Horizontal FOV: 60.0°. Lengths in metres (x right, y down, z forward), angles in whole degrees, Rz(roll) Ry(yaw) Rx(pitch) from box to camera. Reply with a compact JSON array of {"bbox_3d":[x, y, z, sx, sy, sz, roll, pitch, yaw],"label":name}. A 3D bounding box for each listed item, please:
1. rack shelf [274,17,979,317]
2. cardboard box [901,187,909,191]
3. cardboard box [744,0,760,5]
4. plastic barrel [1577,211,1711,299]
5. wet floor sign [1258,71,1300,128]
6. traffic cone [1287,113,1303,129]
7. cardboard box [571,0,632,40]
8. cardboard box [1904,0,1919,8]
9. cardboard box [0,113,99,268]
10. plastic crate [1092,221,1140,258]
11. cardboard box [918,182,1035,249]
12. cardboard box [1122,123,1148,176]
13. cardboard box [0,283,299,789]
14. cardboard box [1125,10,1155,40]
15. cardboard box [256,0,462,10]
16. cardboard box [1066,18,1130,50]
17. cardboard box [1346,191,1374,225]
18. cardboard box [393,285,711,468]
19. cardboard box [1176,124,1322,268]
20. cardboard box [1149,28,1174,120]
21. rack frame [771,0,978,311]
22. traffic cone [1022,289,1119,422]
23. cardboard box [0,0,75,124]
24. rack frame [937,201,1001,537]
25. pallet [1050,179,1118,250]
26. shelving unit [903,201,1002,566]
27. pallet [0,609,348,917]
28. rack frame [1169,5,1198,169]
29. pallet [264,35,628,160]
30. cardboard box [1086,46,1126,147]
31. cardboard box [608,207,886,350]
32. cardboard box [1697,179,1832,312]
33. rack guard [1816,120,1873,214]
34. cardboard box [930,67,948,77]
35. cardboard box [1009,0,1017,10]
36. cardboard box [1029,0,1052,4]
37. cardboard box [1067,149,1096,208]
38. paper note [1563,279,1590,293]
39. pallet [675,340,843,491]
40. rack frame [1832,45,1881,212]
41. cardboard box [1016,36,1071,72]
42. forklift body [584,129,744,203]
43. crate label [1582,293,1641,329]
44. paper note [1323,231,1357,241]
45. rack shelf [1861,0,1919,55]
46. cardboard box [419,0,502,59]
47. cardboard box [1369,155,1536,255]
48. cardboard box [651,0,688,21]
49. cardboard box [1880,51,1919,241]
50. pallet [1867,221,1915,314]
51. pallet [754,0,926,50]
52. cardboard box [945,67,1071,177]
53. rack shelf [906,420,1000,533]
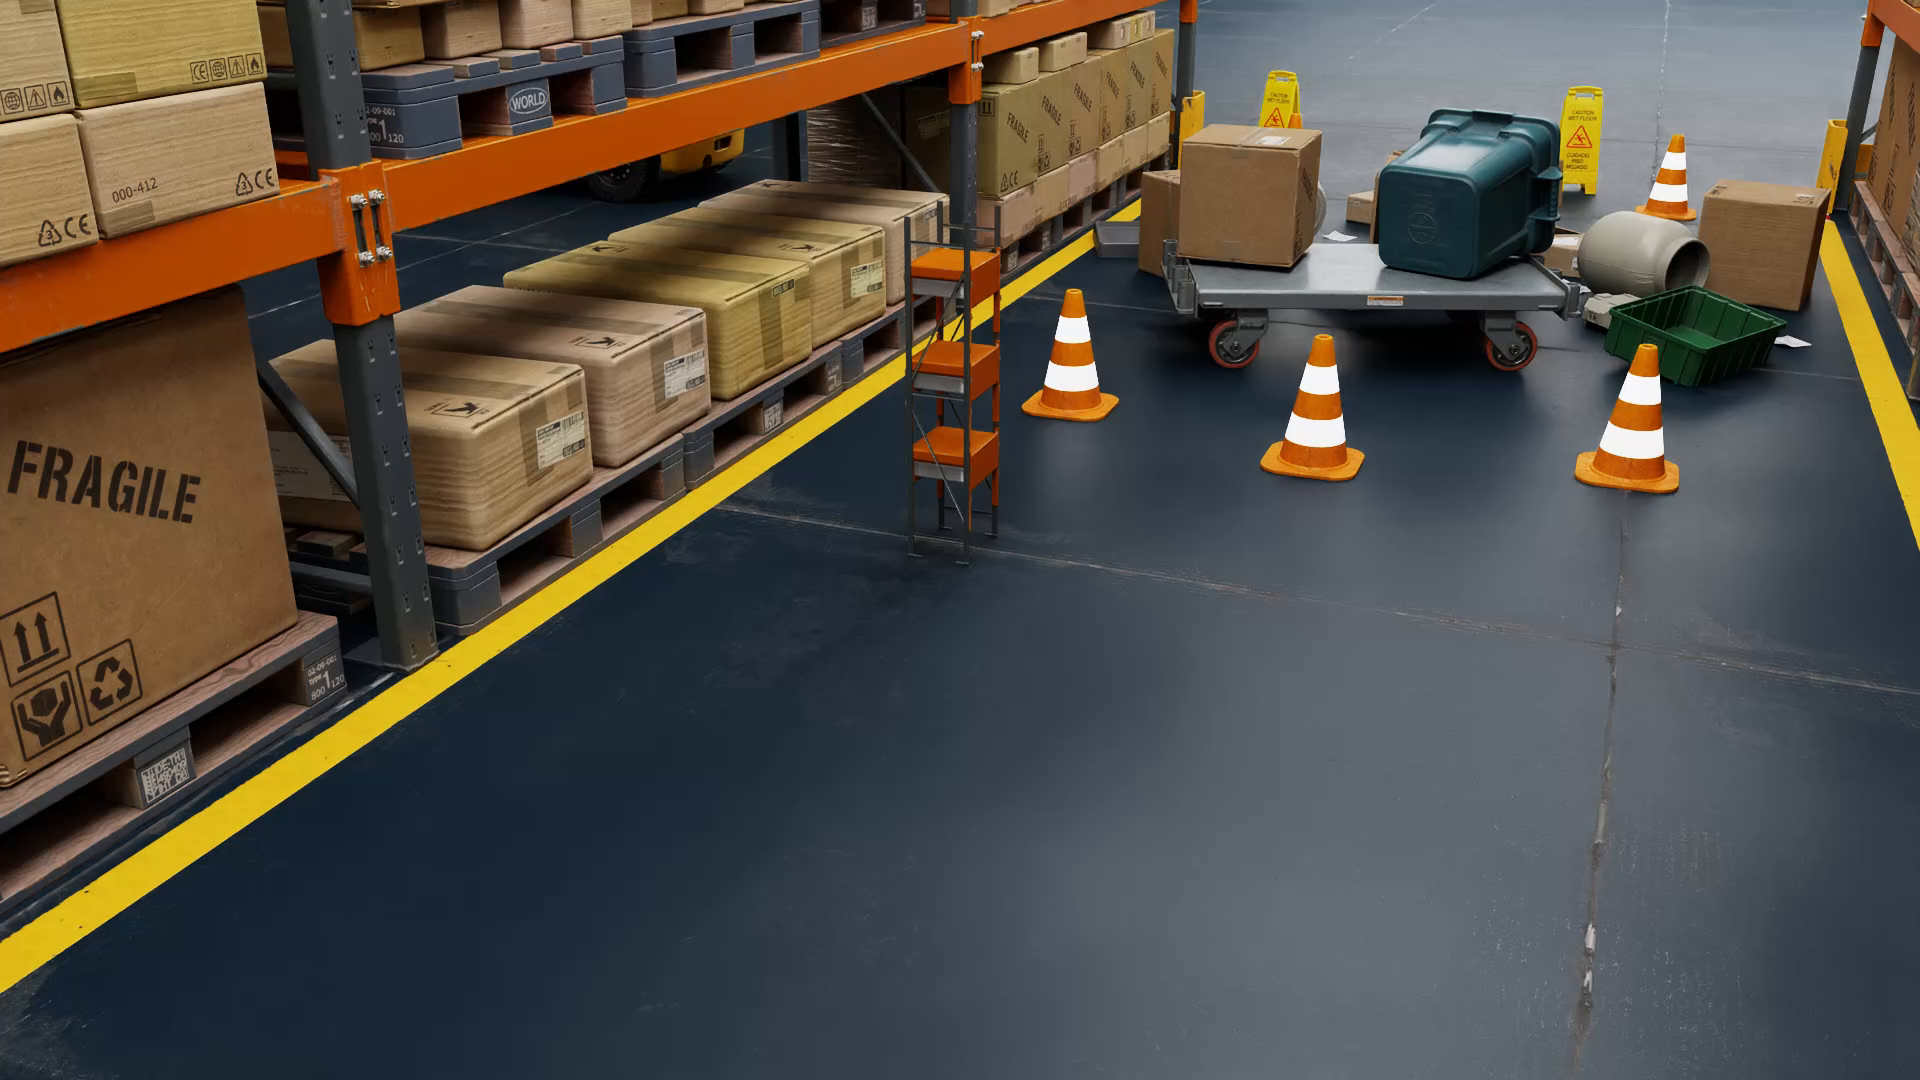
[{"bbox_3d":[-1.150,-1.503,5.891,1.077,0.370,4.000,9,24,20],"label":"rack shelf"},{"bbox_3d":[-0.437,-1.726,8.513,0.500,0.250,0.500,10,25,22],"label":"cardboard box"},{"bbox_3d":[-0.928,-1.963,5.838,0.380,0.149,0.250,8,24,18],"label":"cardboard box"},{"bbox_3d":[3.223,-1.315,7.850,0.421,0.421,0.512,-12,25,-26],"label":"plastic barrel"},{"bbox_3d":[2.142,-2.811,11.142,0.267,0.644,0.232,19,29,38],"label":"wet floor sign"},{"bbox_3d":[2.116,-2.473,10.571,0.336,0.463,0.334,9,24,20],"label":"traffic cone"},{"bbox_3d":[-1.198,-1.570,4.899,0.380,0.149,0.250,9,24,20],"label":"cardboard box"},{"bbox_3d":[5.107,-2.858,8.005,0.875,0.550,0.550,9,24,20],"label":"cardboard box"},{"bbox_3d":[-2.015,-0.647,3.103,0.500,0.250,0.500,9,24,21],"label":"cardboard box"},{"bbox_3d":[0.937,-1.648,9.093,0.402,0.080,0.583,1,23,2],"label":"plastic crate"},{"bbox_3d":[0.063,-1.649,8.328,0.500,0.250,0.500,8,24,18],"label":"cardboard box"},{"bbox_3d":[0.828,-2.396,10.116,0.500,0.250,0.500,9,24,20],"label":"cardboard box"},{"bbox_3d":[-2.227,-0.098,3.804,0.875,0.875,0.875,9,24,20],"label":"cardboard box"},{"bbox_3d":[0.949,-3.088,9.959,0.380,0.149,0.250,10,24,22],"label":"cardboard box"},{"bbox_3d":[-1.511,-1.625,4.188,0.500,0.500,0.500,8,24,19],"label":"cardboard box"},{"bbox_3d":[0.753,-2.904,9.519,0.380,0.149,0.250,10,25,22],"label":"cardboard box"},{"bbox_3d":[2.467,-1.909,9.628,0.250,0.149,0.380,-17,28,-35],"label":"cardboard box"},{"bbox_3d":[-1.407,-0.567,5.580,0.950,0.372,0.625,8,24,19],"label":"cardboard box"},{"bbox_3d":[1.256,-1.503,7.217,0.500,0.500,0.500,9,24,20],"label":"cardboard box"},{"bbox_3d":[1.023,-2.930,10.421,0.500,0.500,0.500,9,24,20],"label":"cardboard box"},{"bbox_3d":[-0.407,-2.551,7.466,1.000,3.000,0.127,9,24,20],"label":"rack frame"},{"bbox_3d":[0.432,-0.736,6.413,0.336,0.463,0.334,9,24,20],"label":"traffic cone"},{"bbox_3d":[-2.024,-0.888,3.029,0.500,0.250,0.500,8,24,19],"label":"cardboard box"},{"bbox_3d":[0.025,-0.509,5.106,0.200,1.050,0.008,9,24,20],"label":"rack frame"},{"bbox_3d":[0.261,-1.948,9.640,1.003,0.211,1.213,9,24,20],"label":"pallet"},{"bbox_3d":[-0.020,-0.465,5.002,0.215,1.050,0.252,9,24,20],"label":"shelving unit"},{"bbox_3d":[-2.256,0.438,3.927,1.003,0.211,1.213,9,24,20],"label":"pallet"},{"bbox_3d":[1.078,-3.983,10.893,1.000,3.000,0.127,9,24,20],"label":"rack frame"},{"bbox_3d":[-1.727,-1.302,4.723,1.213,0.211,1.003,9,24,20],"label":"pallet"},{"bbox_3d":[0.638,-2.563,9.543,0.500,0.500,0.500,8,24,19],"label":"cardboard box"},{"bbox_3d":[-0.864,-1.087,6.824,0.950,0.372,0.625,10,25,23],"label":"cardboard box"},{"bbox_3d":[3.850,-1.429,8.019,0.500,0.500,0.500,13,26,29],"label":"cardboard box"},{"bbox_3d":[5.721,-2.165,9.785,1.175,0.500,0.348,9,24,20],"label":"rack guard"},{"bbox_3d":[-0.249,-2.255,8.806,0.500,0.500,0.500,9,24,21],"label":"cardboard box"},{"bbox_3d":[0.053,-2.600,7.908,0.380,0.149,0.250,10,24,22],"label":"cardboard box"},{"bbox_3d":[0.248,-2.783,8.346,0.380,0.149,0.250,10,25,22],"label":"cardboard box"},{"bbox_3d":[0.445,-2.032,9.244,0.500,0.250,0.500,8,24,19],"label":"cardboard box"},{"bbox_3d":[3.031,-1.253,8.220,0.172,0.023,0.155,19,29,38],"label":"paper note"},{"bbox_3d":[-1.147,-0.548,6.287,1.003,0.211,1.213,9,24,20],"label":"pallet"},{"bbox_3d":[5.712,-3.310,9.283,1.000,3.000,0.127,9,24,20],"label":"rack frame"},{"bbox_3d":[0.354,-2.514,8.586,0.380,0.149,0.250,10,25,22],"label":"cardboard box"},{"bbox_3d":[-2.542,-3.360,10.505,2.313,2.155,1.214,9,24,20],"label":"forklift body"},{"bbox_3d":[2.987,-1.026,7.530,0.298,0.136,0.250,-7,24,-17],"label":"crate label"},{"bbox_3d":[2.121,-1.702,9.299,0.148,0.019,0.142,19,29,38],"label":"paper note"},{"bbox_3d":[4.969,-2.262,7.708,1.077,0.370,4.000,9,24,20],"label":"rack shelf"},{"bbox_3d":[-1.464,-1.384,4.452,0.380,0.149,0.250,7,24,17],"label":"cardboard box"},{"bbox_3d":[2.437,-1.566,8.171,0.797,0.637,0.503,9,24,20],"label":"cardboard box"},{"bbox_3d":[-1.112,-1.775,5.388,0.380,0.149,0.250,10,25,22],"label":"cardboard box"},{"bbox_3d":[5.196,-1.956,8.253,0.875,0.875,0.875,8,24,19],"label":"cardboard box"},{"bbox_3d":[5.033,-1.291,8.067,1.003,0.211,1.213,9,24,20],"label":"pallet"},{"bbox_3d":[-0.826,-2.210,6.898,1.003,0.211,1.213,9,24,20],"label":"pallet"},{"bbox_3d":[0.250,-2.188,8.646,0.500,0.500,0.500,10,25,22],"label":"cardboard box"},{"bbox_3d":[-0.020,-0.199,5.113,0.215,0.259,0.240,9,24,20],"label":"rack shelf"}]
